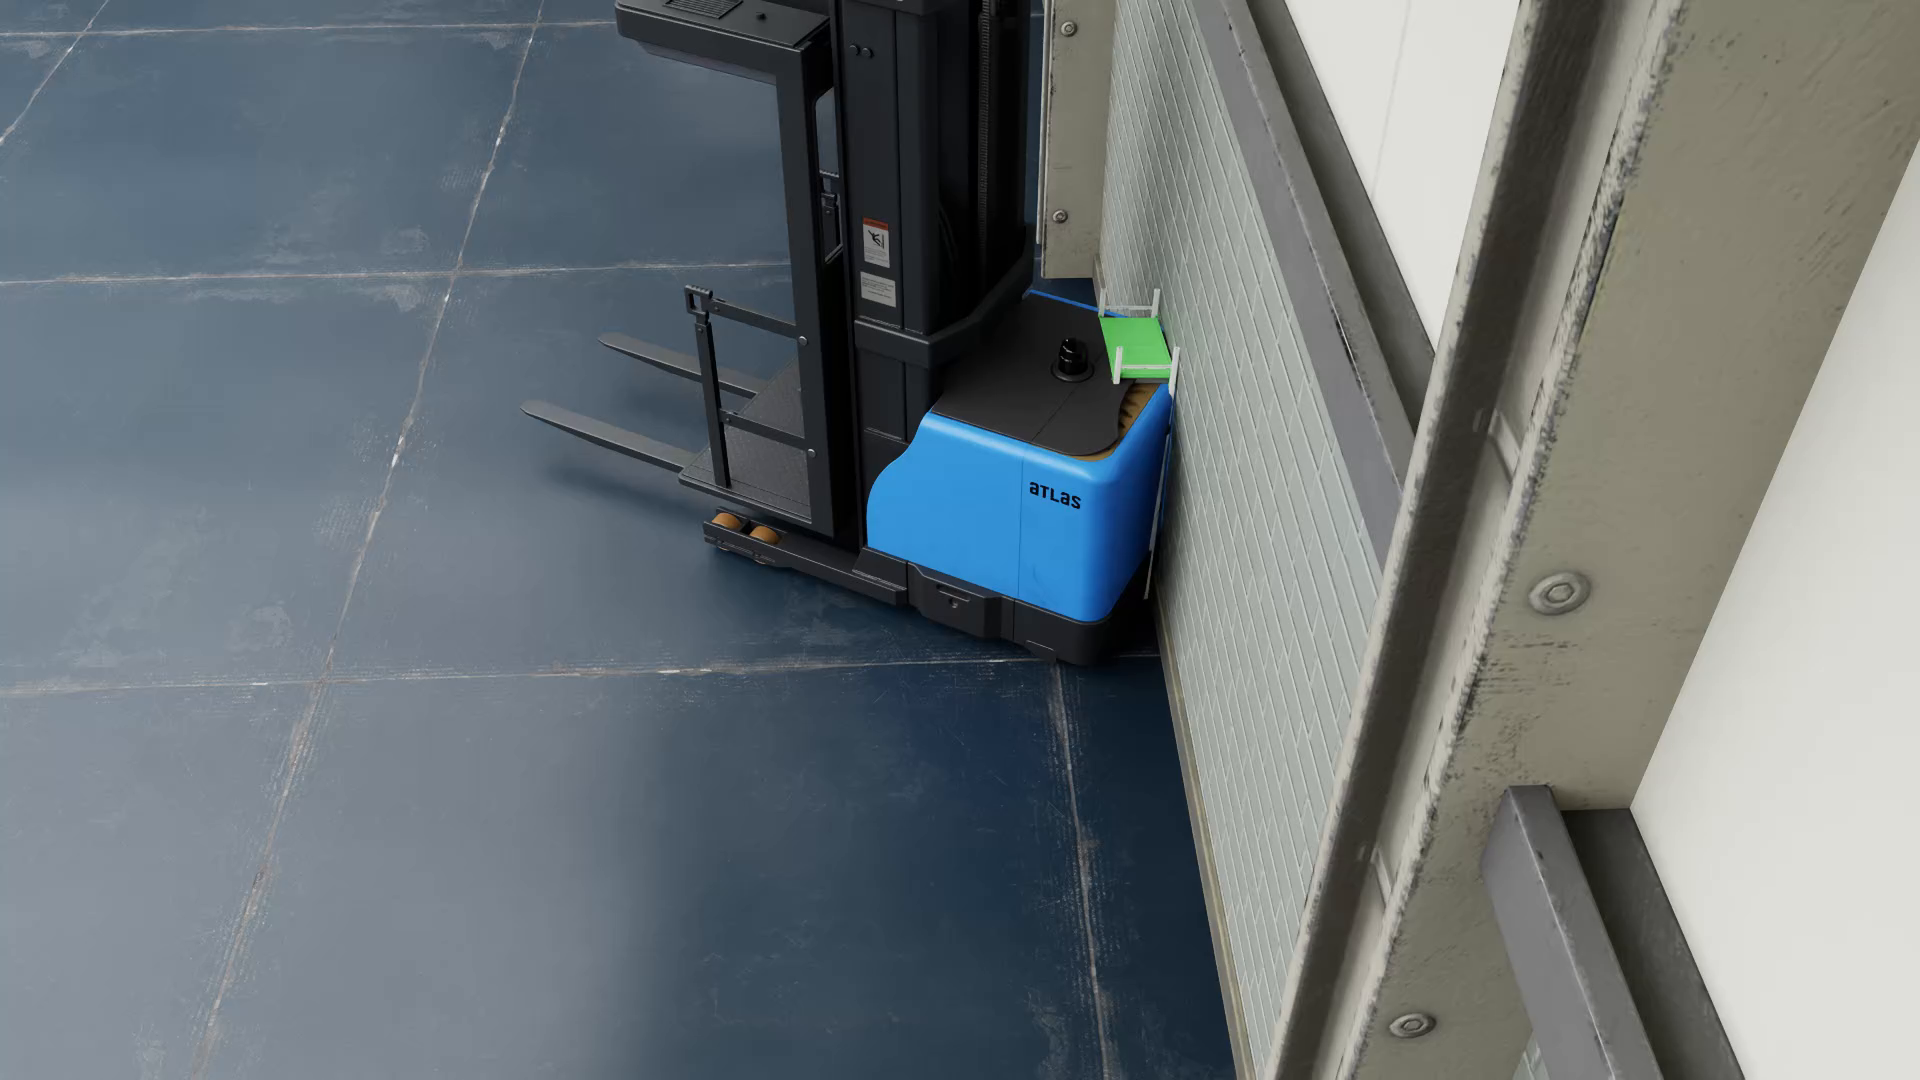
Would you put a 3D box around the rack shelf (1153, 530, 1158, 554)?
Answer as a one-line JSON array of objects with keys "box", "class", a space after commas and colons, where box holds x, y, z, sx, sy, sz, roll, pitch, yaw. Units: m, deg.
[{"box": [0.671, -0.137, 7.062, 0.258, 0.148, 0.480, 0, 35, -4], "class": "rack shelf"}]

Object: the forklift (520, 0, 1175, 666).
[{"box": [-0.555, -1.272, 6.618, 3.031, 2.935, 1.130, 19, 46, 20], "class": "forklift"}]

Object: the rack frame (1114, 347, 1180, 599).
[{"box": [0.696, -0.244, 6.688, 0.240, 1.200, 0.015, 0, 35, -4], "class": "rack frame"}]

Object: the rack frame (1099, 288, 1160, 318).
[{"box": [0.669, -0.526, 7.085, 0.240, 1.200, 0.015, 0, 35, -4], "class": "rack frame"}]

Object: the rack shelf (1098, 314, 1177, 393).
[{"box": [0.698, -0.724, 6.646, 0.258, 0.148, 0.480, 0, 35, -4], "class": "rack shelf"}]

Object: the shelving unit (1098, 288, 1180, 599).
[{"box": [0.682, -0.385, 6.887, 0.258, 1.200, 0.503, 0, 35, -4], "class": "shelving unit"}]

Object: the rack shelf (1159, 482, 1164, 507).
[{"box": [0.680, -0.333, 6.924, 0.258, 0.148, 0.480, 0, 35, -4], "class": "rack shelf"}]

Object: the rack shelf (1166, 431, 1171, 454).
[{"box": [0.689, -0.529, 6.785, 0.258, 0.148, 0.480, 0, 35, -4], "class": "rack shelf"}]

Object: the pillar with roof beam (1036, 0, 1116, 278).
[{"box": [-3.715, -4.738, 5.909, 9.100, 9.000, 0.400, -2, 43, -2], "class": "pillar with roof beam"}]
